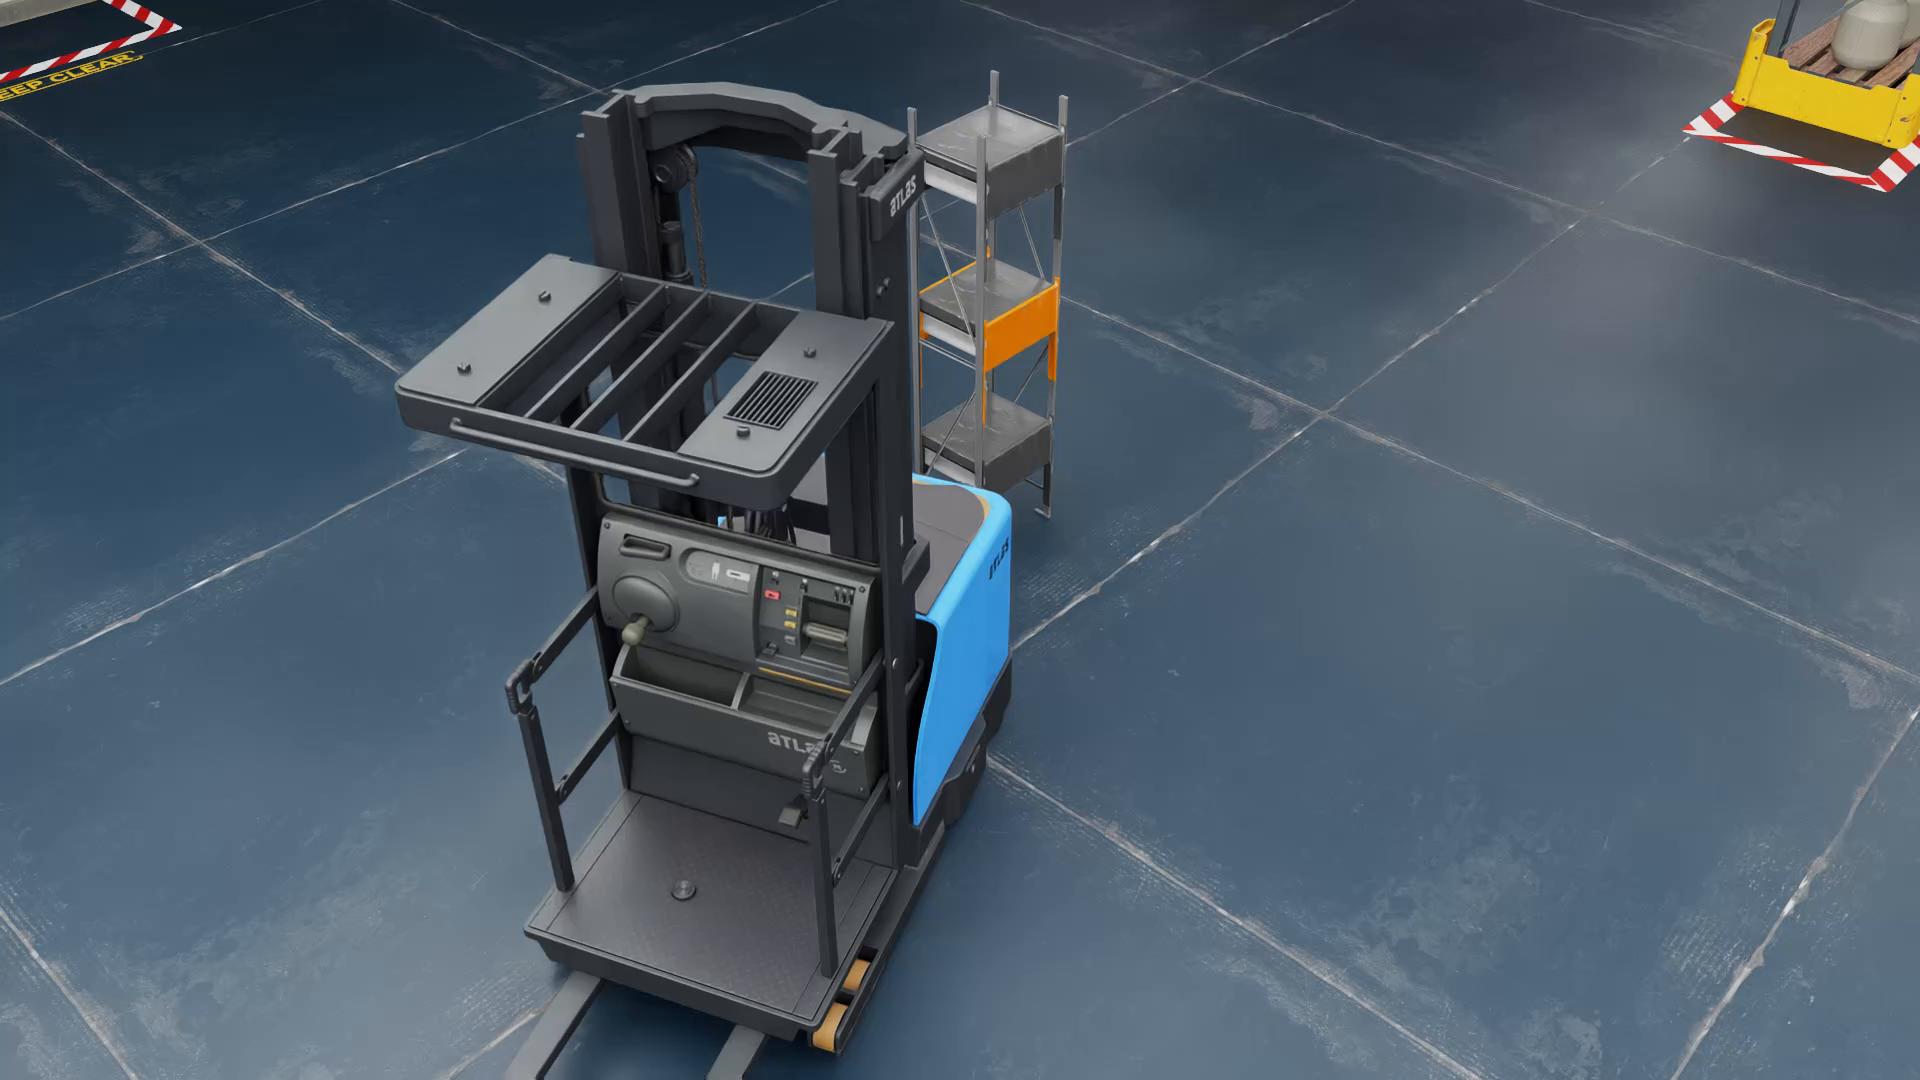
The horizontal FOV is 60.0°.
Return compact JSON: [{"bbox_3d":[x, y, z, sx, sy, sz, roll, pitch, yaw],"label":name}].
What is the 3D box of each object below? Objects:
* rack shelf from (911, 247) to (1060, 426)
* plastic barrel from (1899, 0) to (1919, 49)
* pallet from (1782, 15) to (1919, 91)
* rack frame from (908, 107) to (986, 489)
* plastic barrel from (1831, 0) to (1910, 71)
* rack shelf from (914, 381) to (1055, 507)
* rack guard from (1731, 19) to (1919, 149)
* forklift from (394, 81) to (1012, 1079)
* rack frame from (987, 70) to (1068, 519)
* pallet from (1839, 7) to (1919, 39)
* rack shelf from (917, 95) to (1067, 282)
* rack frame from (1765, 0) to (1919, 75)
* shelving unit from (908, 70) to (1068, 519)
[{"bbox_3d":[0.112,-0.887,7.201,0.431,0.518,0.480,30,47,32],"label":"rack shelf"},{"bbox_3d":[6.615,-3.770,11.742,0.421,0.512,0.421,0,38,0],"label":"plastic barrel"},{"bbox_3d":[6.458,-3.349,11.791,1.003,0.211,1.213,30,47,32],"label":"pallet"},{"bbox_3d":[-0.053,-0.786,7.051,0.400,2.100,0.015,30,47,32],"label":"rack frame"},{"bbox_3d":[6.277,-3.539,11.452,0.421,0.512,0.421,0,38,0],"label":"plastic barrel"},{"bbox_3d":[0.112,-0.339,7.636,0.431,0.518,0.480,30,47,32],"label":"rack shelf"},{"bbox_3d":[5.906,-3.091,11.235,1.175,0.500,0.348,30,47,32],"label":"rack guard"},{"bbox_3d":[-0.790,0.272,5.052,1.130,2.935,3.031,13,40,16],"label":"forklift"},{"bbox_3d":[0.276,-1.010,7.333,0.400,2.100,0.015,30,47,32],"label":"rack frame"},{"bbox_3d":[7.281,-3.906,12.493,1.003,0.211,1.213,30,47,32],"label":"pallet"},{"bbox_3d":[0.112,-1.435,6.765,0.431,0.518,0.480,30,47,32],"label":"rack shelf"},{"bbox_3d":[5.889,-4.014,10.388,1.000,3.000,0.127,30,47,32],"label":"rack frame"},{"bbox_3d":[0.112,-0.898,7.192,0.431,2.100,0.503,30,47,32],"label":"shelving unit"}]
